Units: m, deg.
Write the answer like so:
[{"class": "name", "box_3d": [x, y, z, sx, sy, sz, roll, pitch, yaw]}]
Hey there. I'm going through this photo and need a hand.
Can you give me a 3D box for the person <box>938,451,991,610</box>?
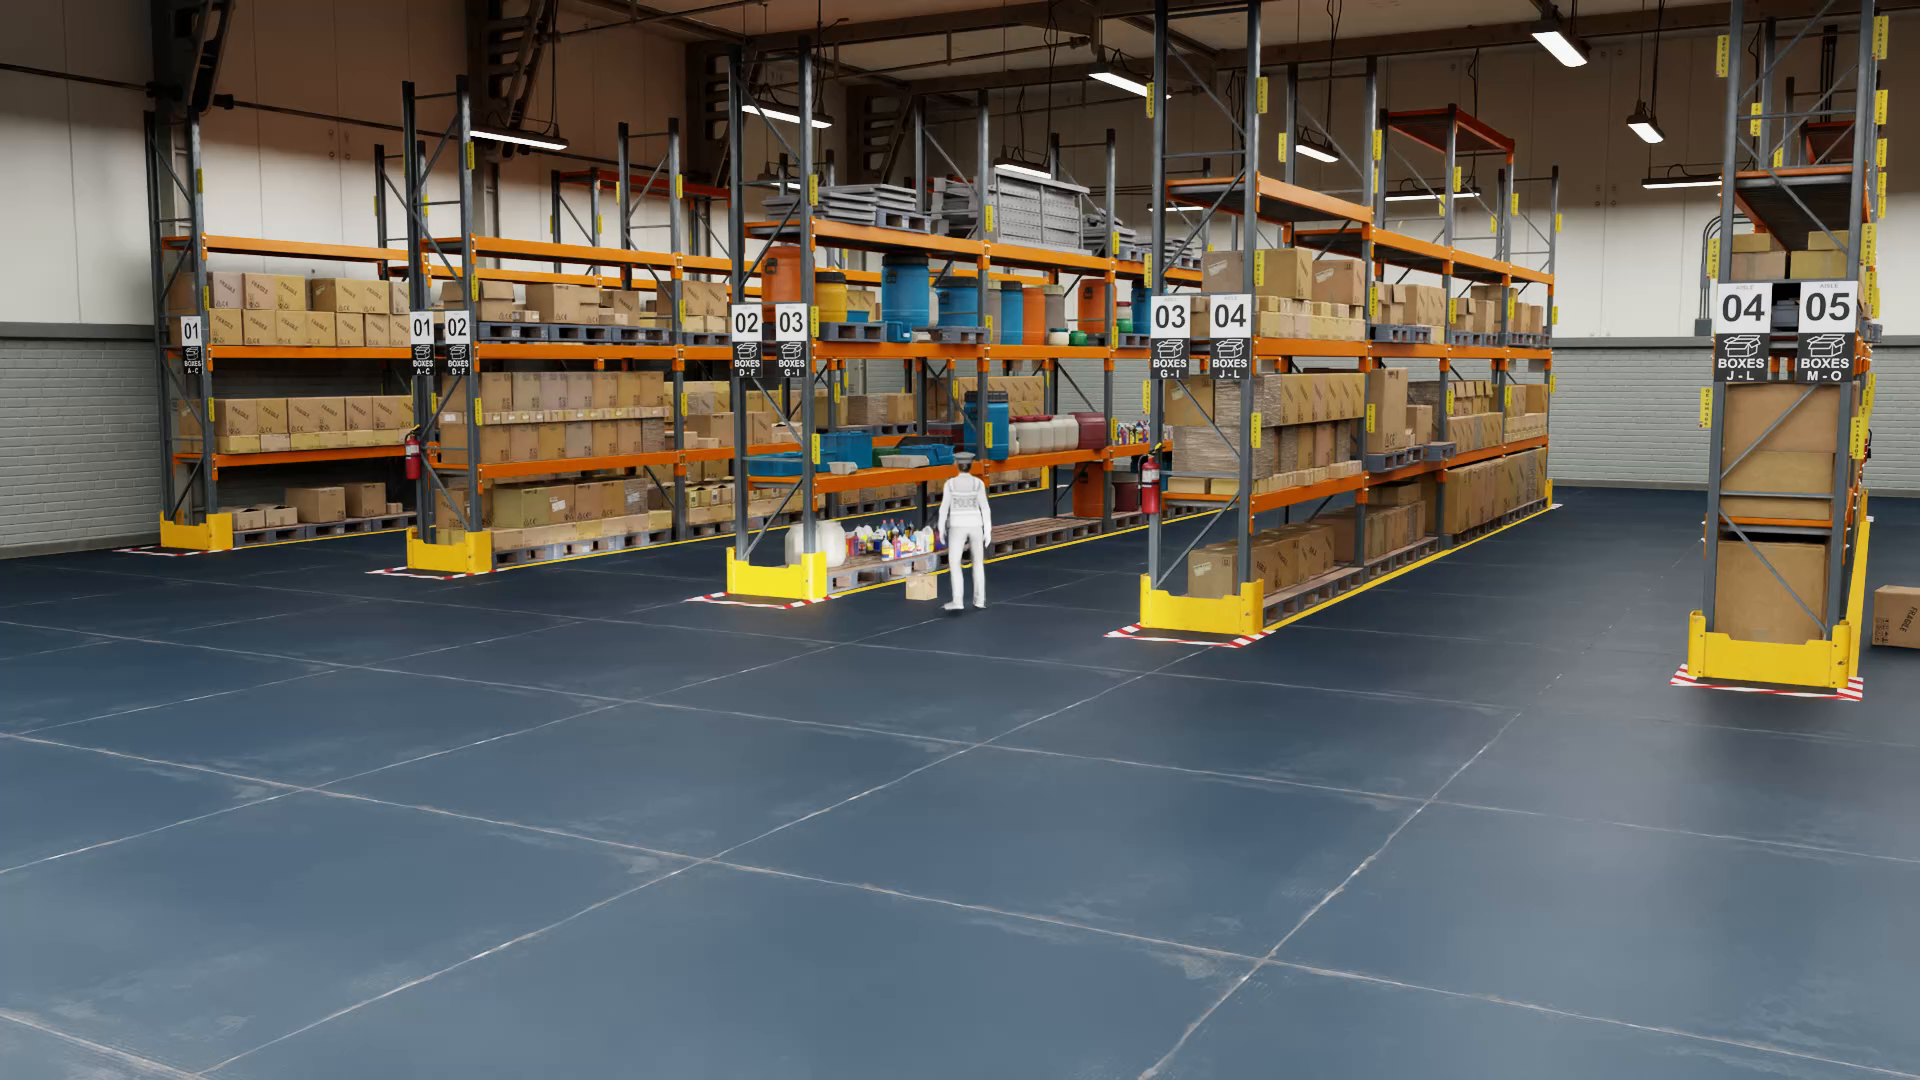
[{"class": "person", "box_3d": [0.050, -0.096, 17.297, 0.545, 1.635, 0.755, -1, 6, -8]}]
